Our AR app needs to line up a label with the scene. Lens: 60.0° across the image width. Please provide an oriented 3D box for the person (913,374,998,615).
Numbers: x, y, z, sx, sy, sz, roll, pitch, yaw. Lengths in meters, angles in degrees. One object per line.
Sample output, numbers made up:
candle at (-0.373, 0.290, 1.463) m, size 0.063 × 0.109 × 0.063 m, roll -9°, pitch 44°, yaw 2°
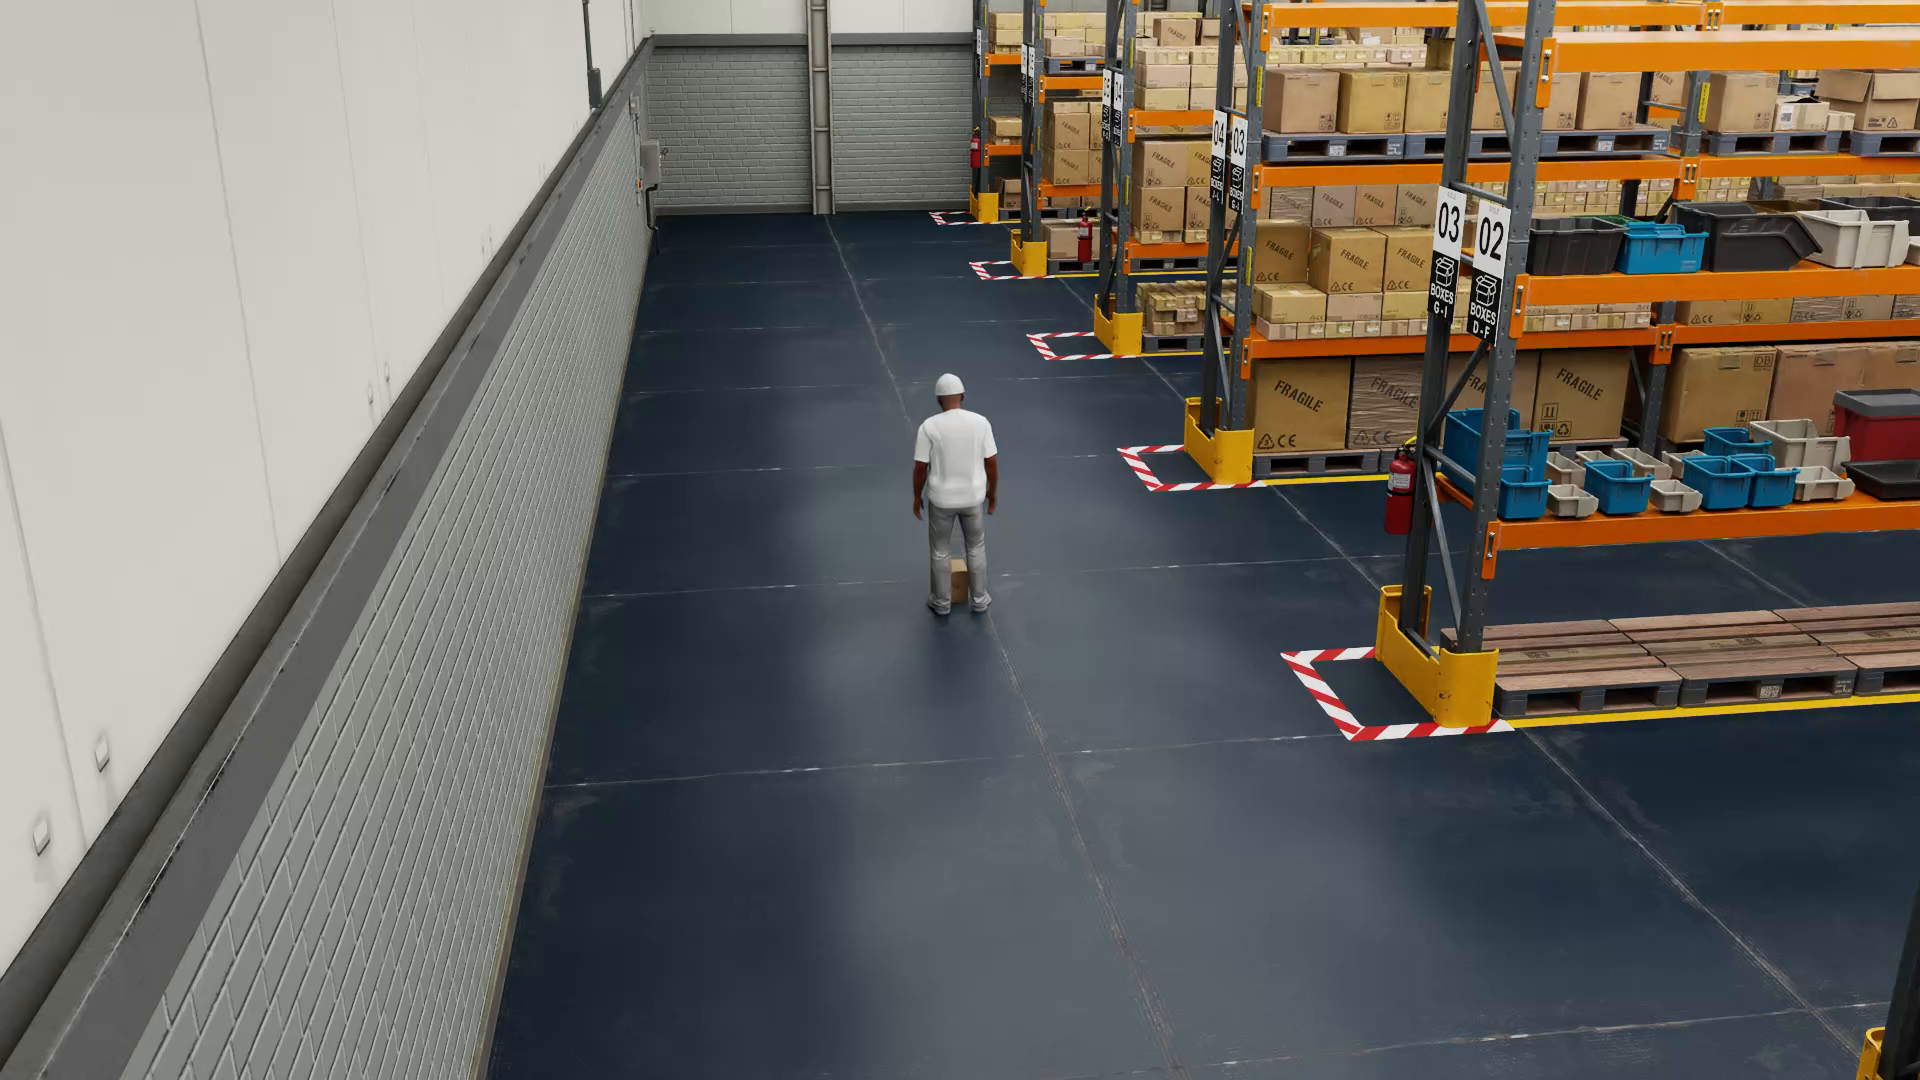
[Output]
person at (-0.038, -0.323, 11.942) m, size 0.626 × 1.759 × 0.463 m, roll -4°, pitch 20°, yaw -10°
